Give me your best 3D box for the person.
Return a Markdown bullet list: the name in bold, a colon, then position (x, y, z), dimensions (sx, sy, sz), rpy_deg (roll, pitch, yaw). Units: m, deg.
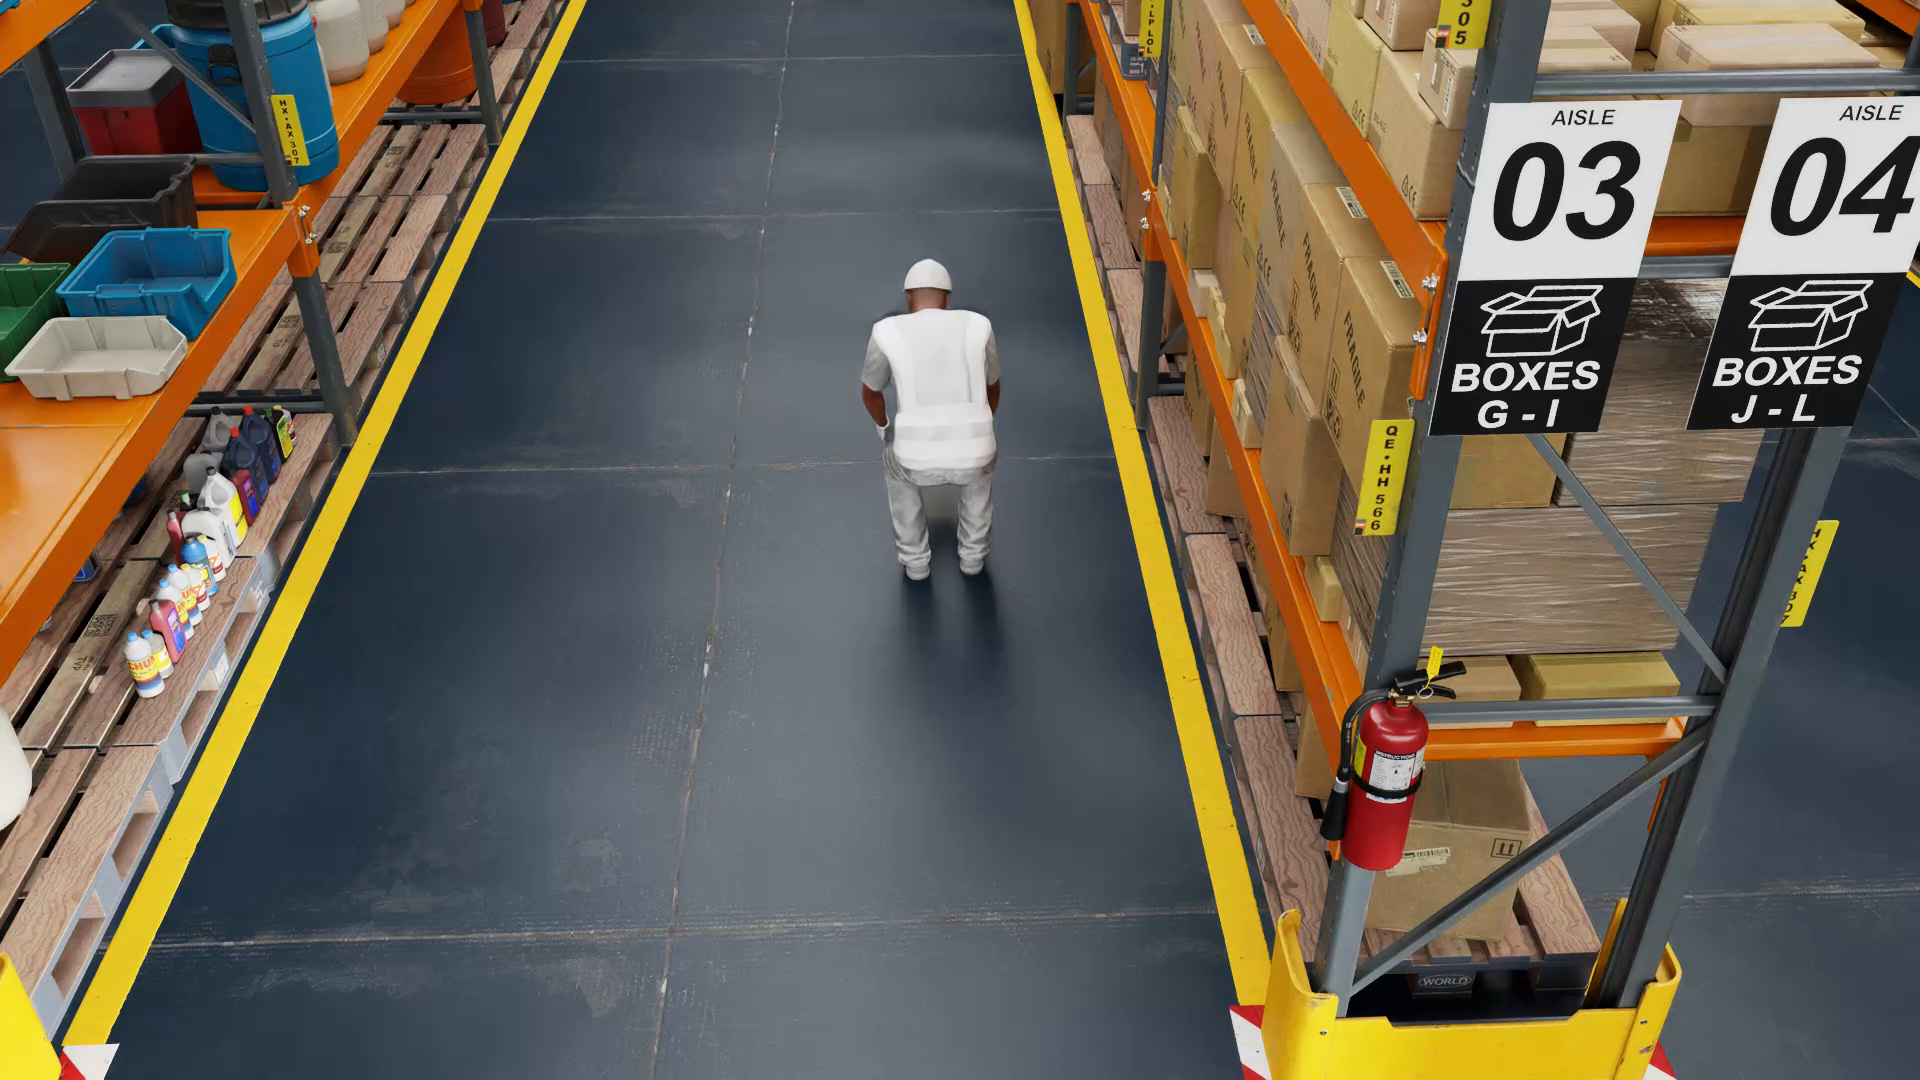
- **person**: position (-0.121, -0.480, 7.219), dimensions (0.610, 1.322, 0.813), rpy_deg (-1, 35, -2)
